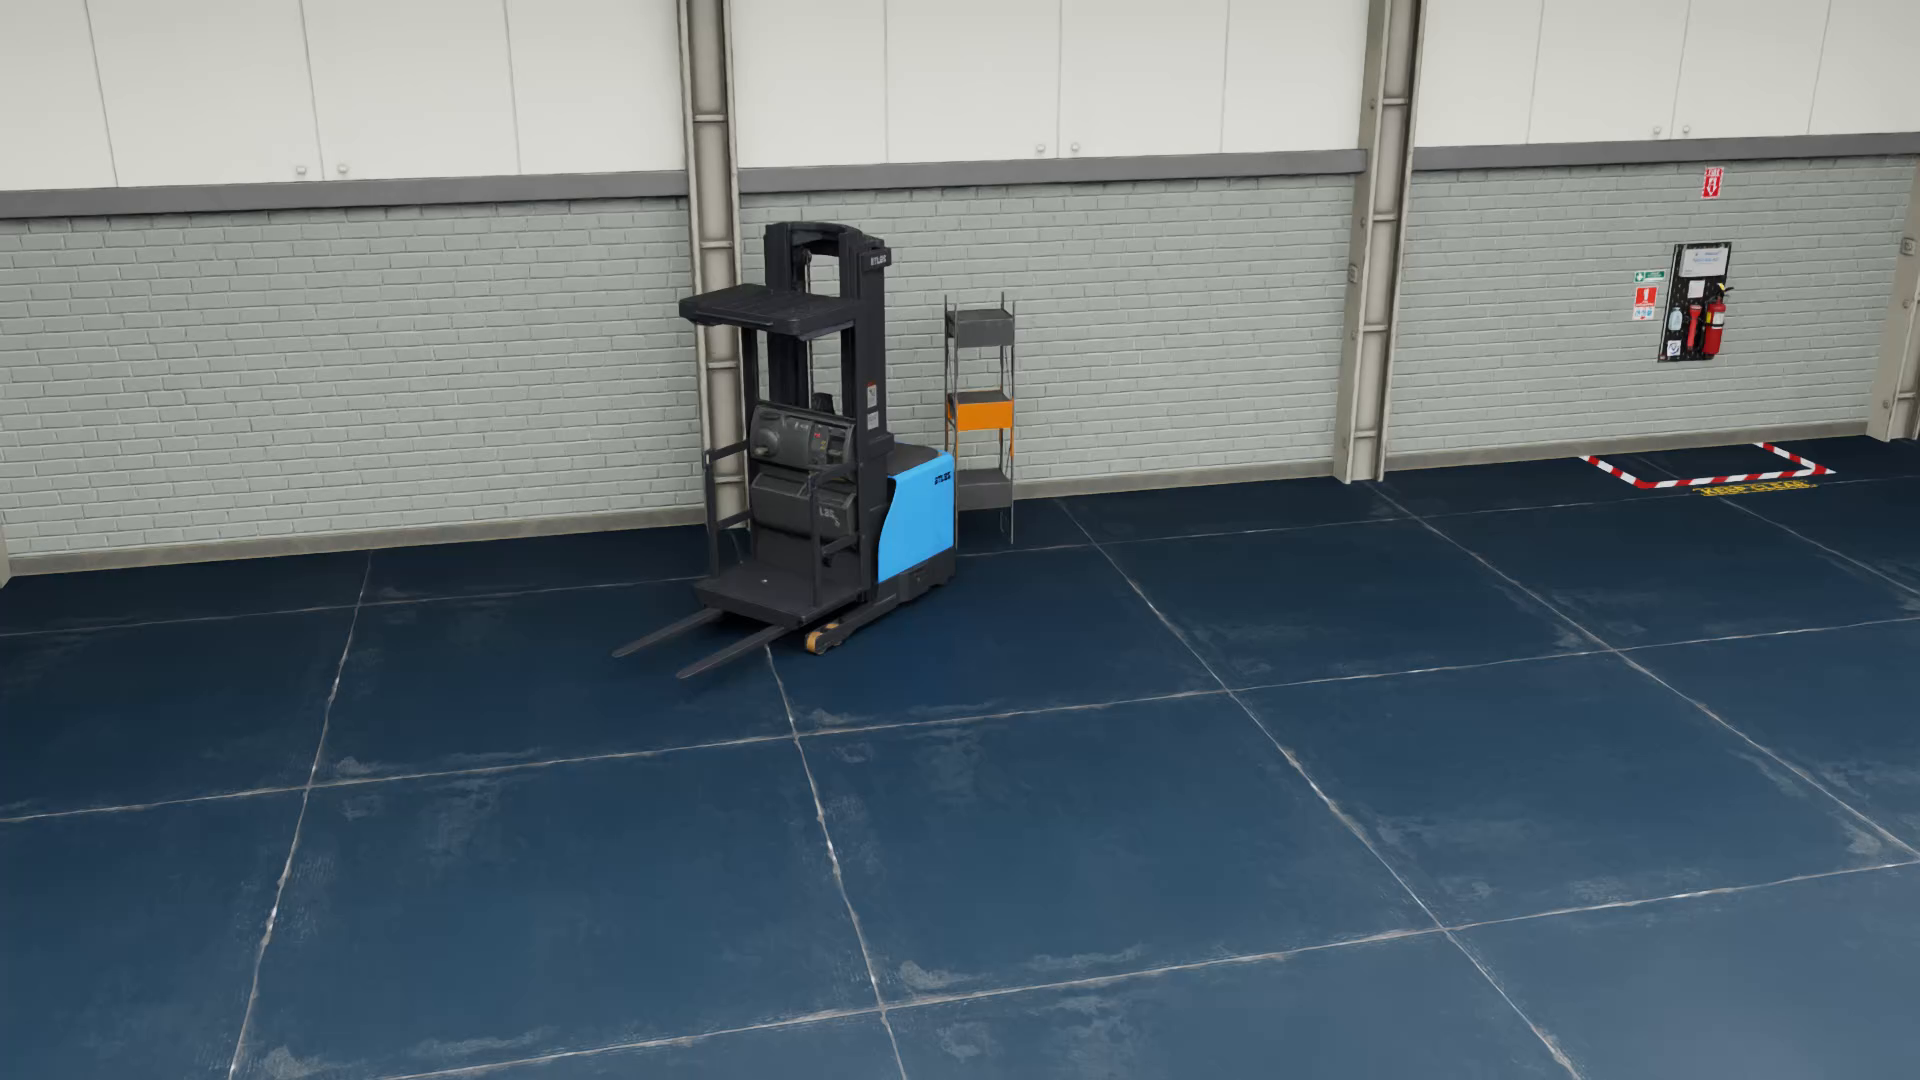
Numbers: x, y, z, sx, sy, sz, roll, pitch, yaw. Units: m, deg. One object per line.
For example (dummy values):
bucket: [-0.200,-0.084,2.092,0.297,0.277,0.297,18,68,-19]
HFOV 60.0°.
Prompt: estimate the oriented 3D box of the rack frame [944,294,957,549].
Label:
rack frame: [-0.076,-0.980,13.936,0.015,2.100,0.400,-5,21,-12]

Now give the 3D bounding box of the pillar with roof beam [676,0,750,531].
pillar with roof beam: [-1.040,-2.907,9.168,0.400,9.000,9.100,-5,21,-12]

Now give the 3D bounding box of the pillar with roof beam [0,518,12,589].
pillar with roof beam: [-6.879,-2.432,7.872,0.400,9.000,9.100,-5,21,-12]

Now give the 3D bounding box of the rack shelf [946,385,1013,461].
rack shelf: [0.161,-0.986,13.994,0.480,0.518,0.431,-5,21,-12]

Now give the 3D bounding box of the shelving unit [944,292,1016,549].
shelving unit: [0.161,-0.999,13.989,0.503,2.100,0.431,-5,21,-12]

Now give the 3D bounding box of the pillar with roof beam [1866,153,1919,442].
pillar with roof beam: [10.638,-3.857,11.761,0.400,9.000,9.100,-5,21,-12]

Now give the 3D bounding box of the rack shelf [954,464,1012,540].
rack shelf: [0.161,-0.329,14.235,0.480,0.518,0.431,-5,21,-12]

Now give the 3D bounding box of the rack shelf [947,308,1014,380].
rack shelf: [0.161,-1.644,13.753,0.480,0.518,0.431,-5,21,-12]

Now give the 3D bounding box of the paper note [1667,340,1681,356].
paper note: [7.046,-1.894,16.404,0.142,0.148,0.016,-5,21,-12]

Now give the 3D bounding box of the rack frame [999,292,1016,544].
rack frame: [0.399,-1.018,14.042,0.015,2.100,0.400,-5,21,-12]

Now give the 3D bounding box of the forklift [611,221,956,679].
forklift: [-1.284,-0.734,12.056,1.130,2.935,3.031,13,24,32]

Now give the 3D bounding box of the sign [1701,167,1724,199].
sign: [7.203,-3.419,15.918,0.199,0.298,0.001,-5,21,-12]

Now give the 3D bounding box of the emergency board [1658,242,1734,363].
emergency board: [7.234,-2.298,16.228,0.643,1.169,0.194,-5,21,-12]

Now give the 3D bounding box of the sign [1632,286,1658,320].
sign: [6.672,-2.306,16.196,0.234,0.329,0.001,-5,21,-12]

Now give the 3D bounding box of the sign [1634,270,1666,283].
sign: [6.679,-2.552,16.098,0.331,0.109,0.001,-5,21,-12]

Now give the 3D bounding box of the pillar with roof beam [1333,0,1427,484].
pillar with roof beam: [4.799,-3.382,10.464,0.400,9.000,9.100,-5,21,-12]
